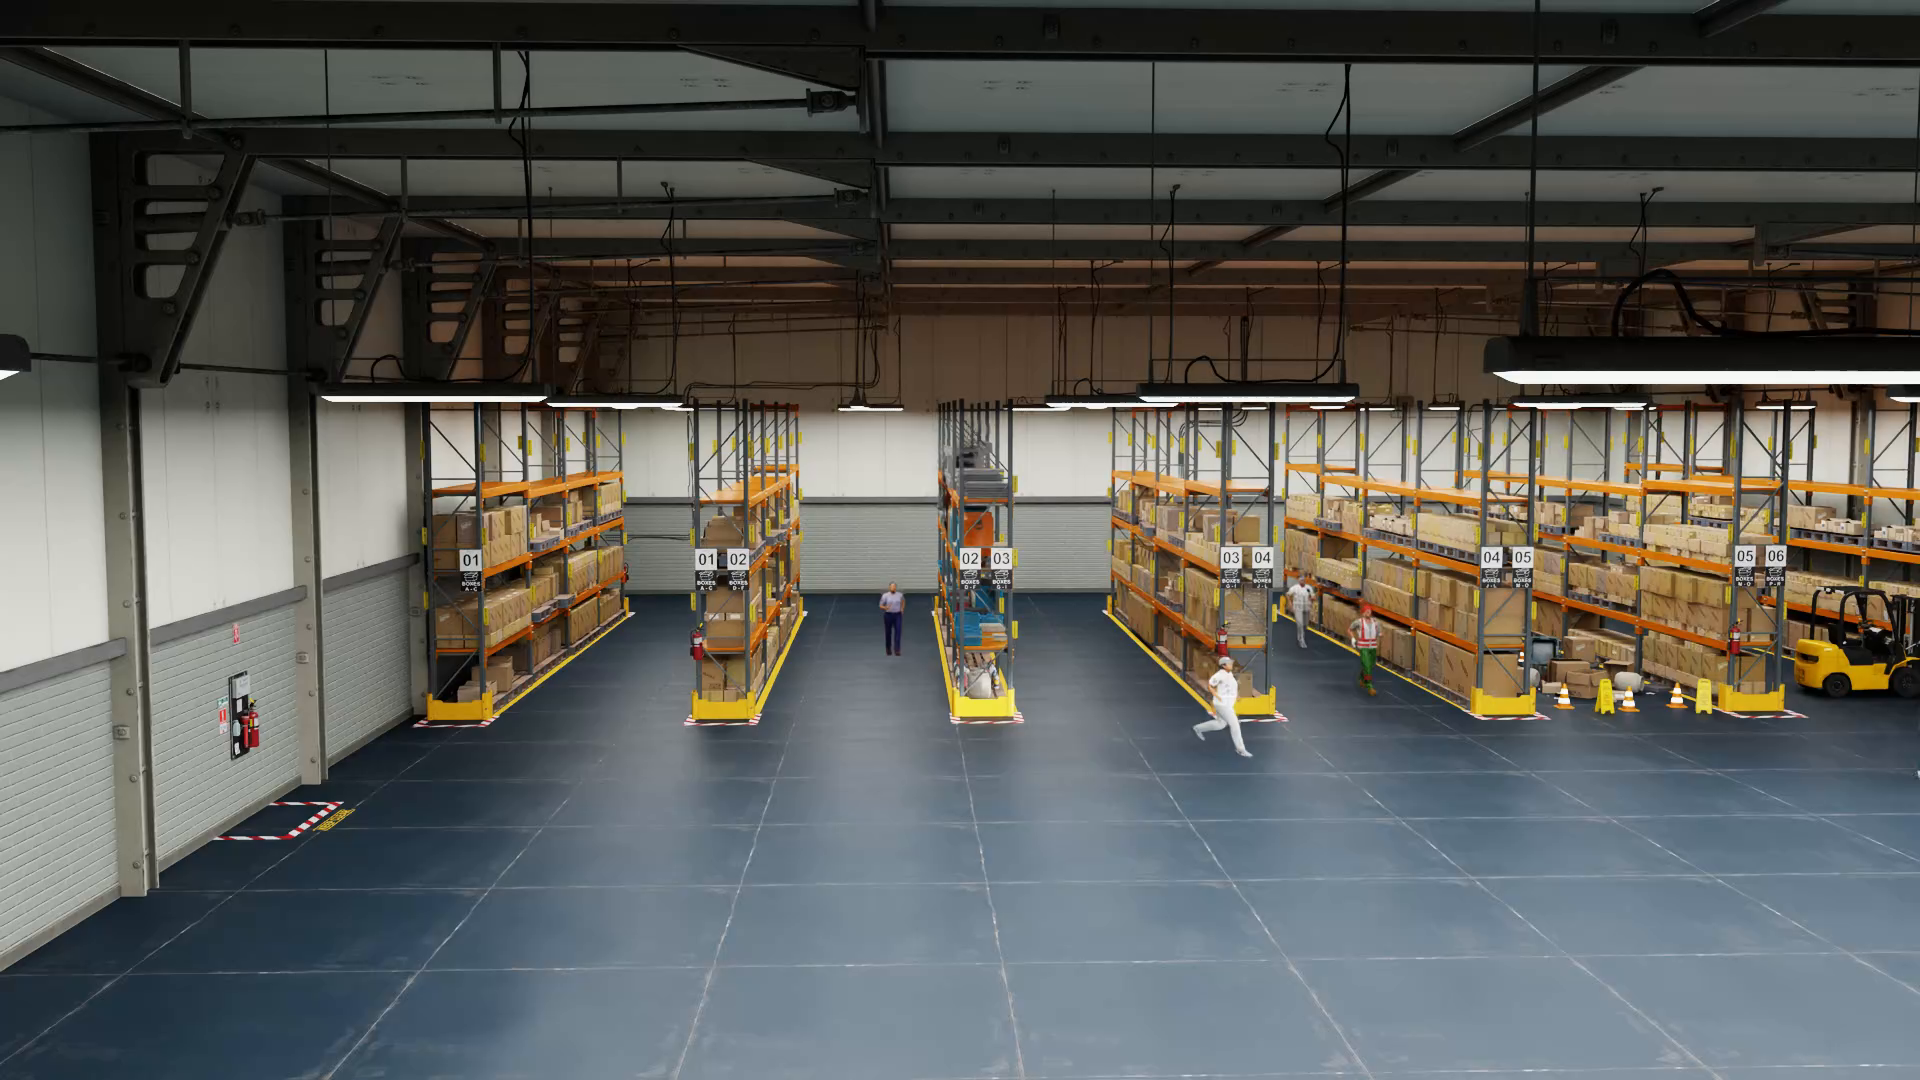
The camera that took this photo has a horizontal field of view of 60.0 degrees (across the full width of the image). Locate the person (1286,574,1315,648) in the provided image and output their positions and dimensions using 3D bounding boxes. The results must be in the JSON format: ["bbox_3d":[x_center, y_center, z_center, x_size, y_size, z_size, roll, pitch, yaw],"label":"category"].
[{"bbox_3d":[8.416,1.707,40.931,0.662,1.768,0.989,-1,4,-9],"label":"person"}]

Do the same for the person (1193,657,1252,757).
[{"bbox_3d":[4.434,2.791,28.059,1.074,1.672,0.578,2,5,23],"label":"person"}]

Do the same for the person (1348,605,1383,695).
[{"bbox_3d":[8.336,2.216,34.029,0.659,1.770,1.004,-1,4,-15],"label":"person"}]

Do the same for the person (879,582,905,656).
[{"bbox_3d":[-1.497,1.781,37.278,0.610,1.696,0.887,-1,4,-10],"label":"person"}]
